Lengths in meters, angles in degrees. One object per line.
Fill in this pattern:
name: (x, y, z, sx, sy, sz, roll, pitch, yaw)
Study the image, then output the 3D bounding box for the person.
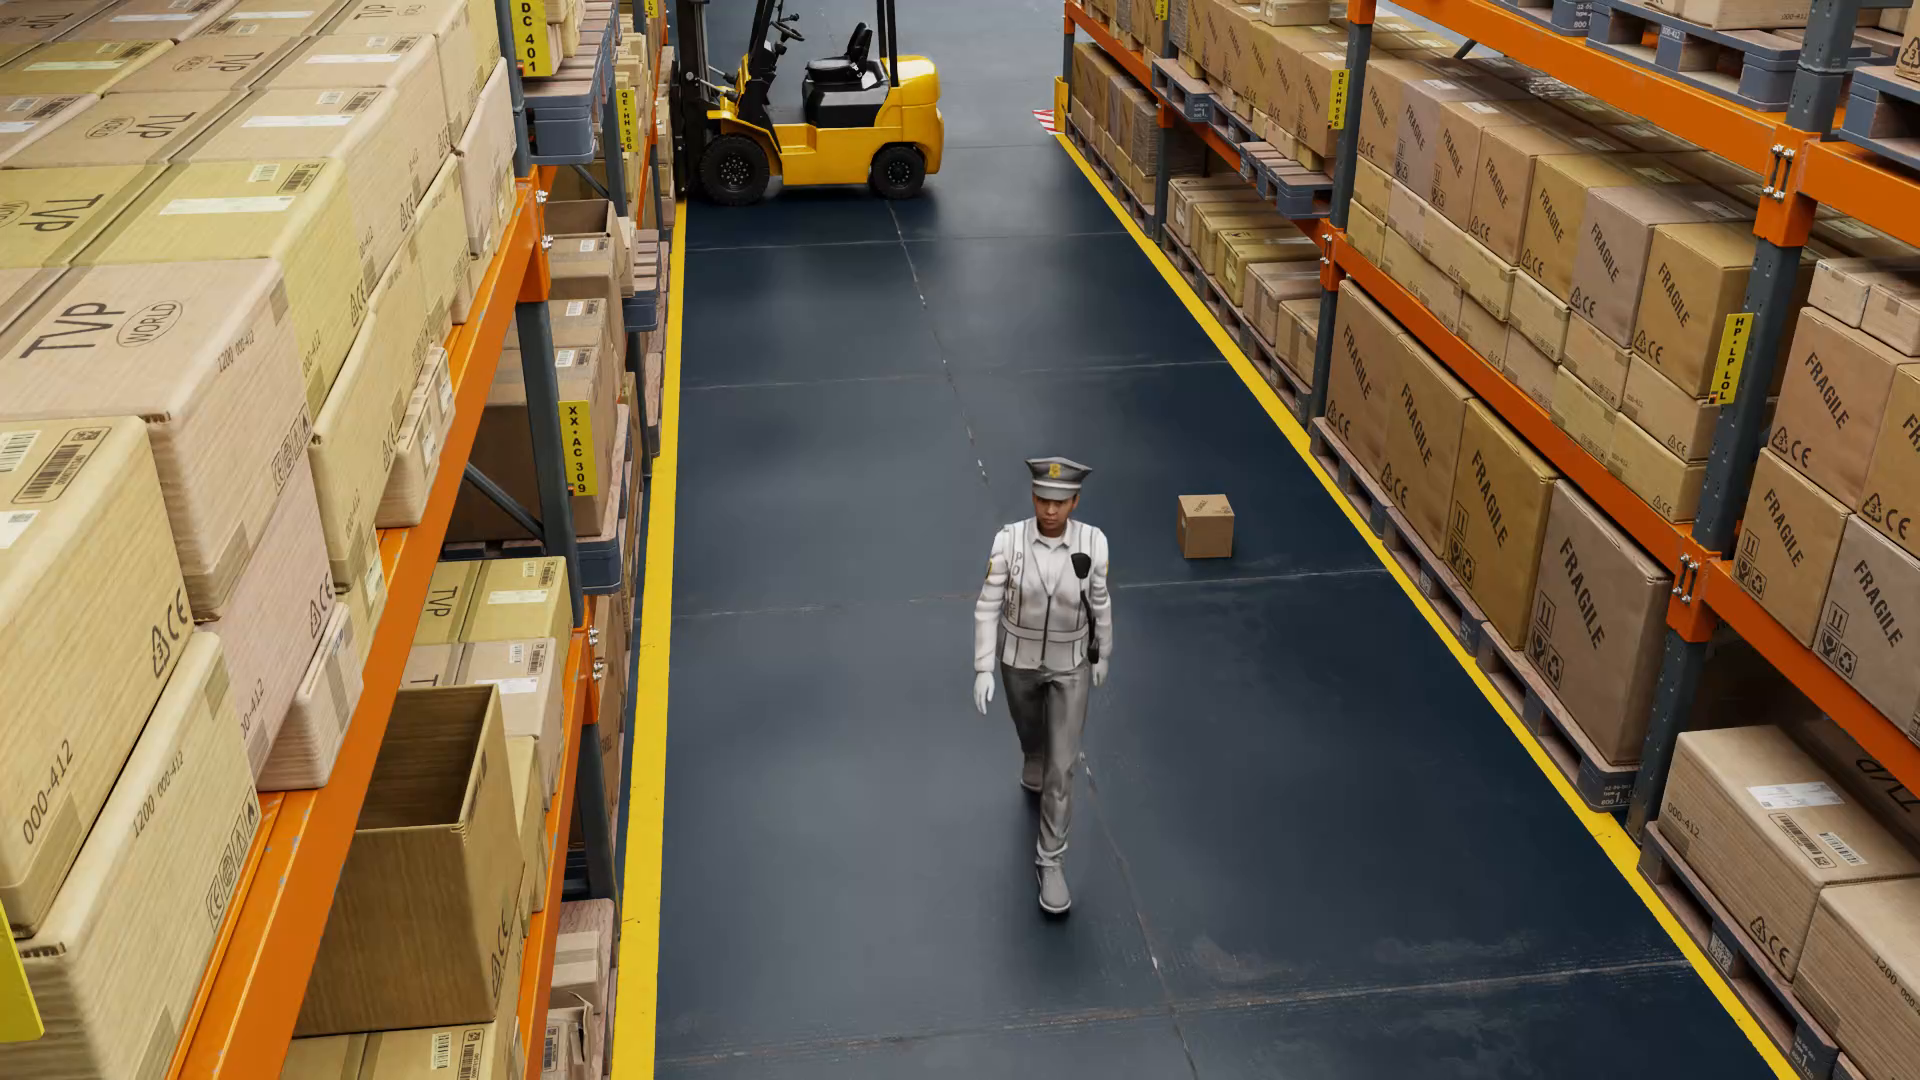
person: (0.307, 0.447, 6.212, 0.511, 1.636, 0.995, 3, 28, 6)
